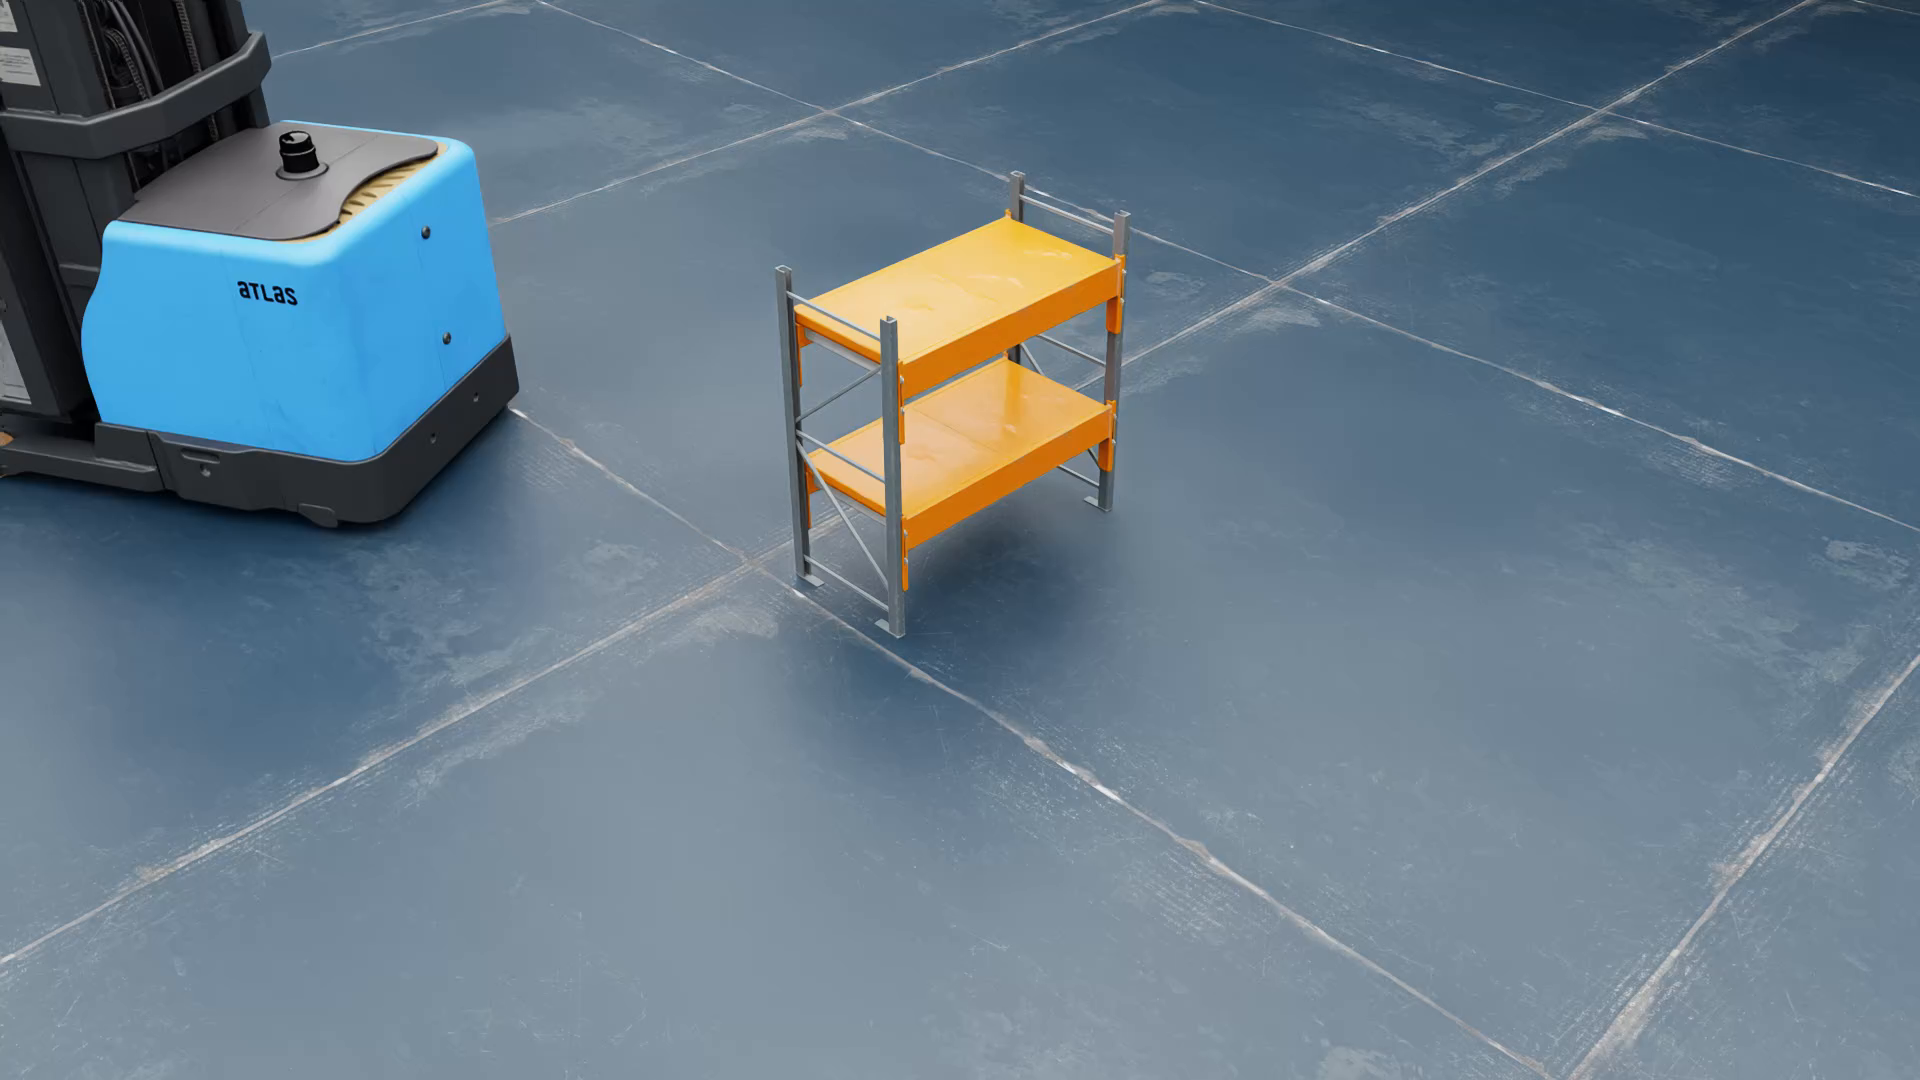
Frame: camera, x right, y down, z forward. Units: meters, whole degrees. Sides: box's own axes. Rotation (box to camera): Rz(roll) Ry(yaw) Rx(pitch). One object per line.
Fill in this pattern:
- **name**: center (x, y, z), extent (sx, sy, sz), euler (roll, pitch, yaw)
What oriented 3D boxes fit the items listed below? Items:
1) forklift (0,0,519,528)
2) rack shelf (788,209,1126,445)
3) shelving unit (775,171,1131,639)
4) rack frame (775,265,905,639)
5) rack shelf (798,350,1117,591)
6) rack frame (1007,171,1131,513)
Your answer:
- **forklift**: center (-3.287, -1.711, 5.641), extent (3.031, 2.935, 1.130), euler (9, 36, 13)
- **rack shelf**: center (-0.005, -0.699, 5.257), extent (0.538, 0.278, 1.000), euler (30, 45, 35)
- **shelving unit**: center (-0.005, -0.459, 5.424), extent (0.538, 1.125, 1.048), euler (30, 45, 35)
- **rack frame**: center (-0.363, -0.252, 5.128), extent (0.500, 1.125, 0.032), euler (30, 45, 35)
- **rack shelf**: center (-0.005, -0.258, 5.564), extent (0.538, 0.278, 1.000), euler (30, 45, 35)
- **rack frame**: center (0.353, -0.665, 5.720), extent (0.500, 1.125, 0.032), euler (30, 45, 35)
